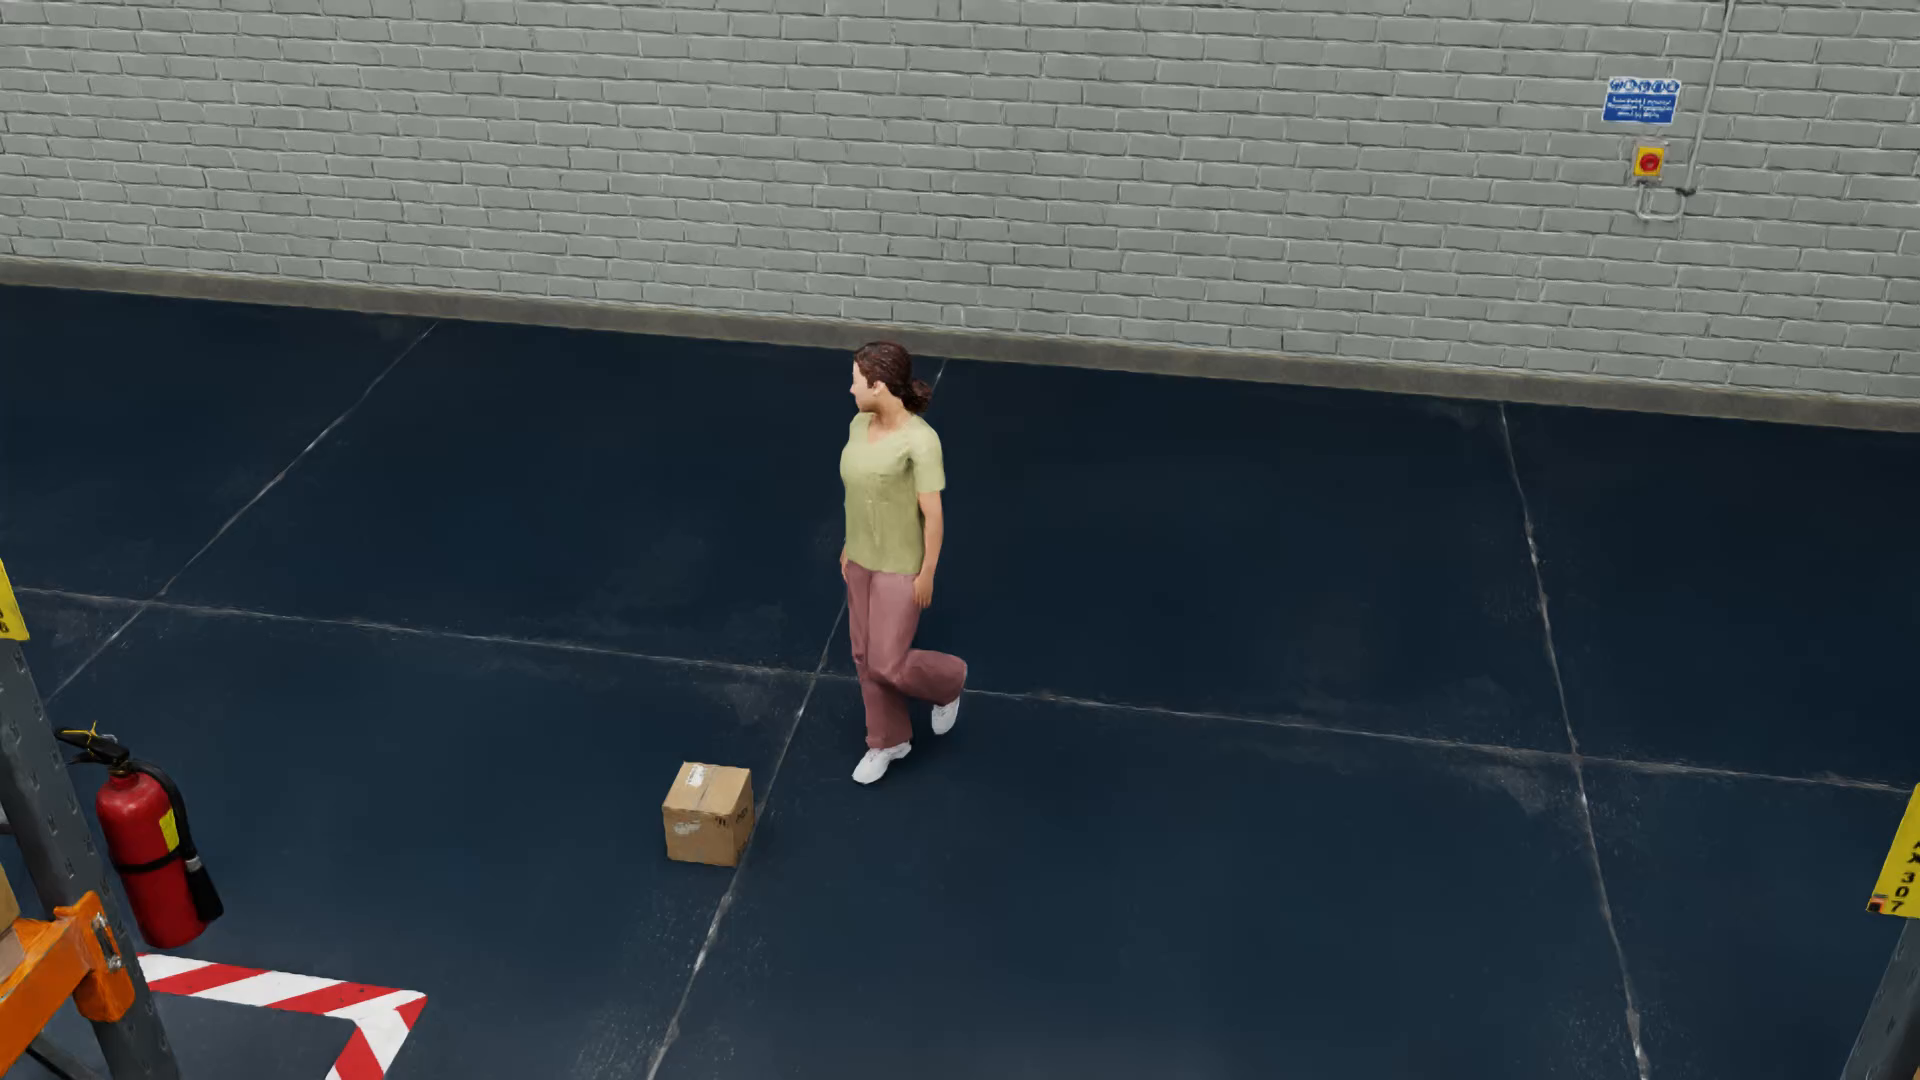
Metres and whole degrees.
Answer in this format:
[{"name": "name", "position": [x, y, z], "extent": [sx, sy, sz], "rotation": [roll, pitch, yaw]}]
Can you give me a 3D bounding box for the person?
[{"name": "person", "position": [-0.274, 0.187, 6.091], "extent": [0.497, 1.406, 0.555], "rotation": [28, 42, 36]}]
